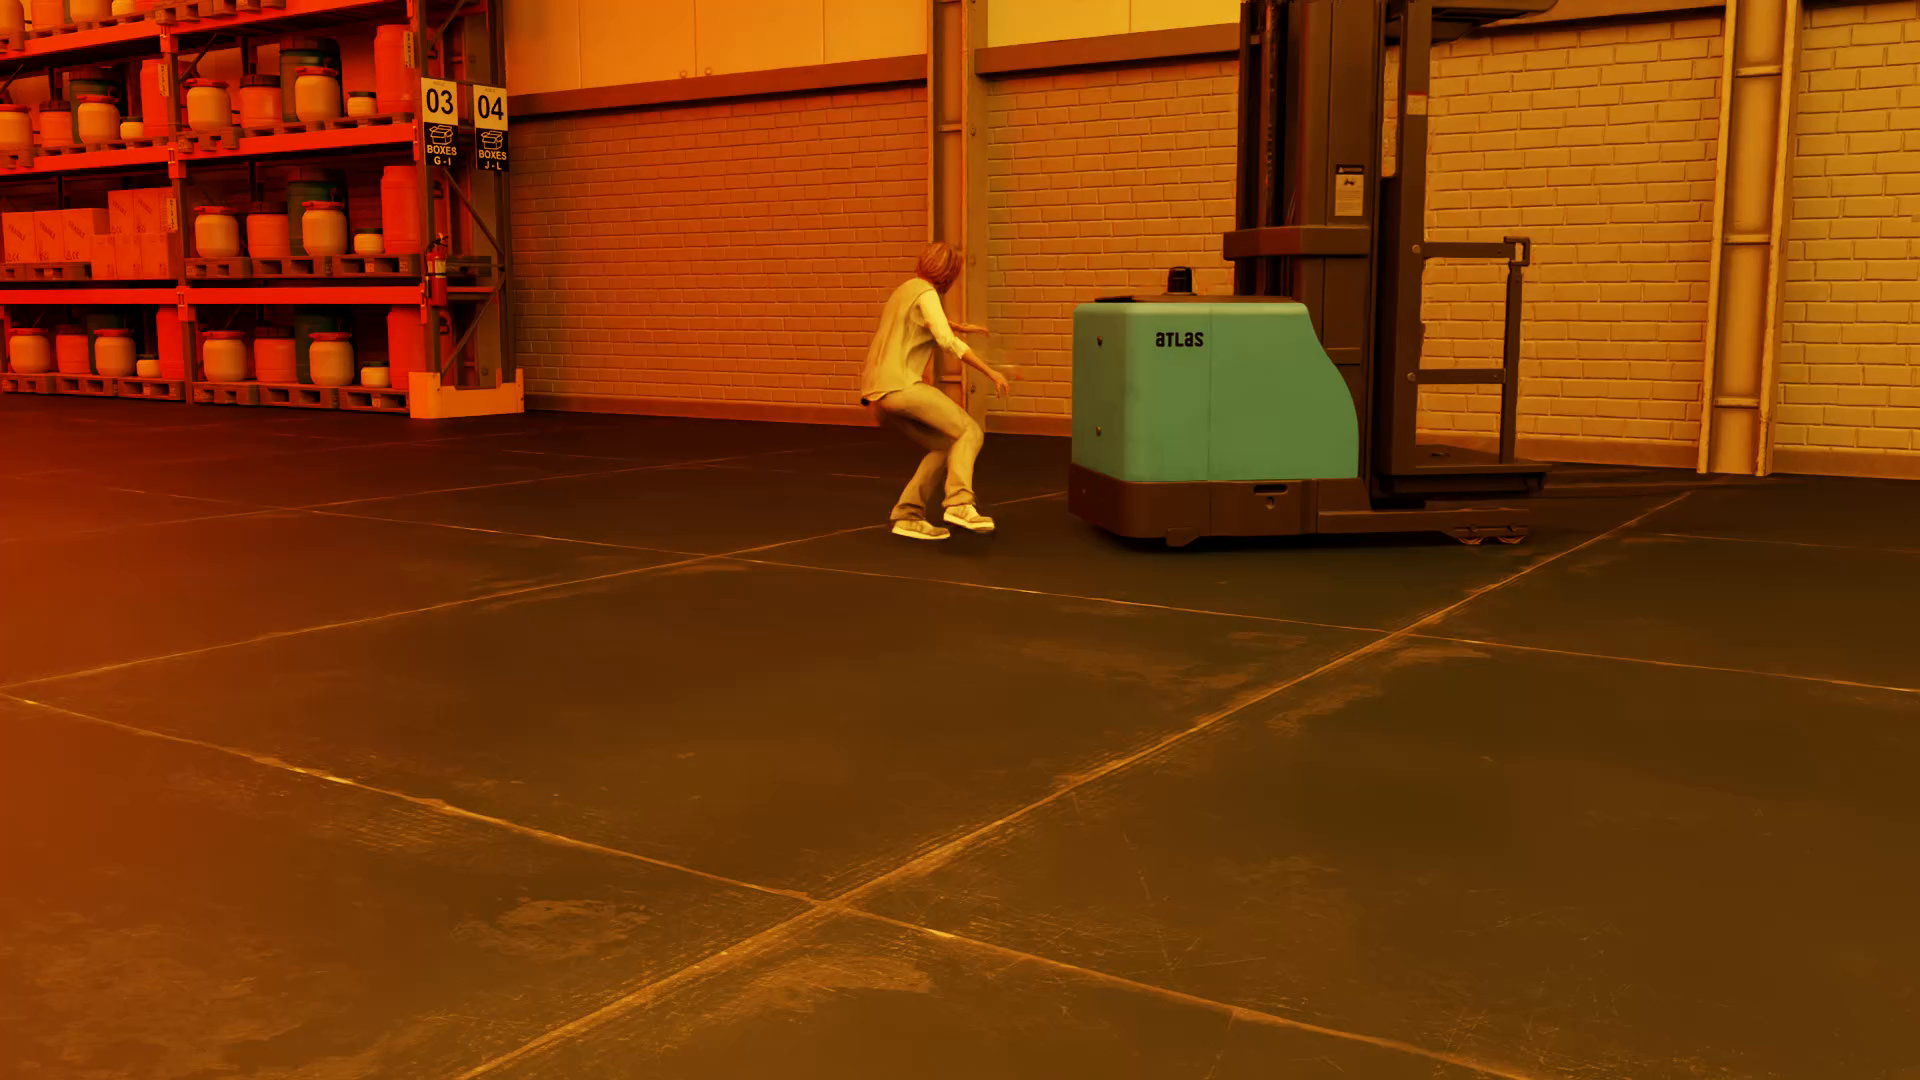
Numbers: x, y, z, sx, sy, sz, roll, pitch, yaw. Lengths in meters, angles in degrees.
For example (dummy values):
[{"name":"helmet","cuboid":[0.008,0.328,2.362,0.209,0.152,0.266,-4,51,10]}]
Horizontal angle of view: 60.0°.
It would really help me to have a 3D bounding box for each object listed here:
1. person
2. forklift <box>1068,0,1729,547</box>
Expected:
[{"name":"person","cuboid":[-0.008,-0.684,7.674,0.827,1.366,1.127,-4,9,-25]},{"name":"forklift","cuboid":[2.095,-1.498,7.730,3.031,2.935,1.130,-2,8,-11]}]
